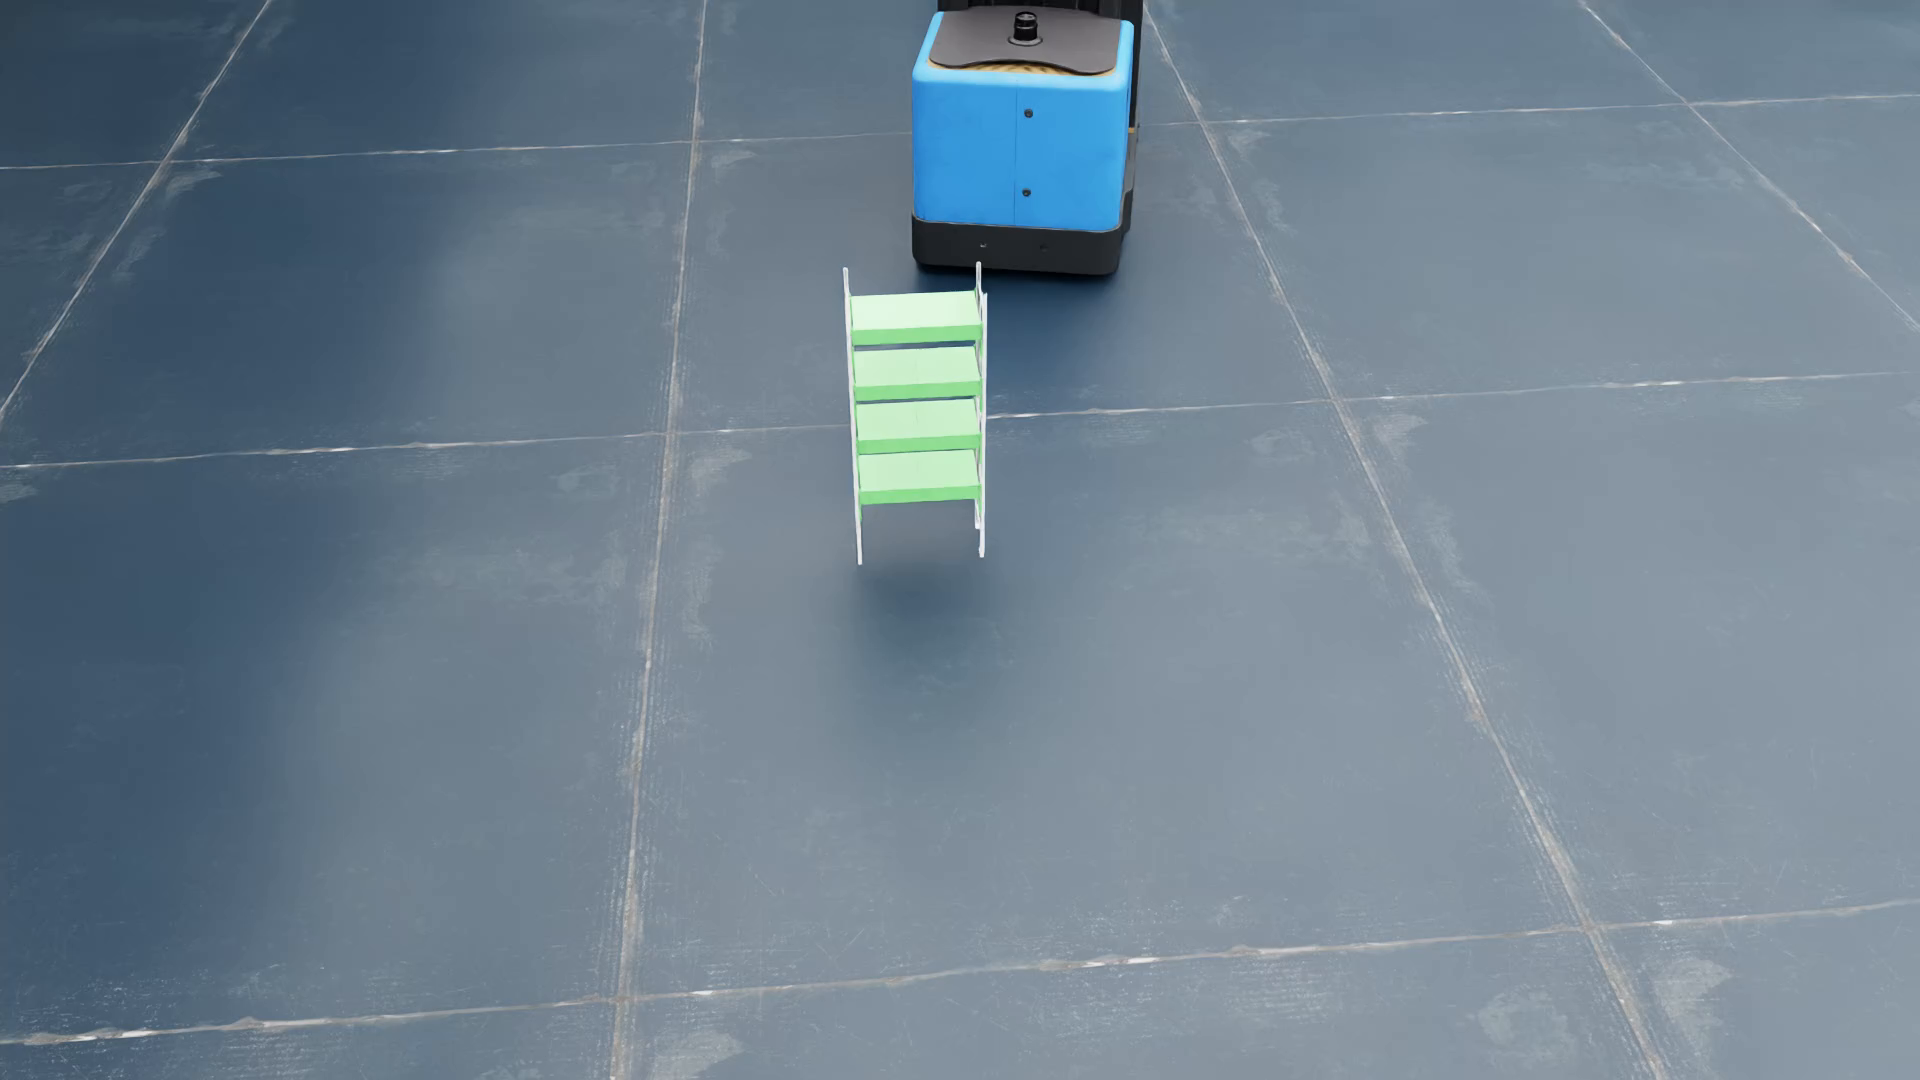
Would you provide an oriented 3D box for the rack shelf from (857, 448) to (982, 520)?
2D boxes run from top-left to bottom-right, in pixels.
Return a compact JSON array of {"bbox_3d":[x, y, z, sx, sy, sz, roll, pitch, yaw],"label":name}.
[{"bbox_3d":[-0.165,-0.223,6.555,0.480,0.148,0.258,-3,38,-4],"label":"rack shelf"}]

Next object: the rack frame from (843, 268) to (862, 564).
[{"bbox_3d":[-0.408,-0.449,6.350,0.015,1.200,0.240,-3,38,-4],"label":"rack frame"}]

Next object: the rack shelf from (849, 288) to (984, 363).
[{"bbox_3d":[-0.165,-0.789,6.109,0.480,0.148,0.258,-3,38,-4],"label":"rack shelf"}]

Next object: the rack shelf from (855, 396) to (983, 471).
[{"bbox_3d":[-0.165,-0.412,6.406,0.480,0.148,0.258,-3,38,-4],"label":"rack shelf"}]

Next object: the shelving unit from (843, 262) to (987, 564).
[{"bbox_3d":[-0.165,-0.462,6.367,0.503,1.200,0.258,-3,38,-4],"label":"shelving unit"}]

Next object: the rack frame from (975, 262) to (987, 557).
[{"bbox_3d":[0.078,-0.475,6.384,0.015,1.200,0.240,-3,38,-4],"label":"rack frame"}]

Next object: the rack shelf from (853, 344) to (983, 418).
[{"bbox_3d":[-0.165,-0.600,6.258,0.480,0.148,0.258,-3,38,-4],"label":"rack shelf"}]

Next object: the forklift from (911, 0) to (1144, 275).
[{"bbox_3d":[0.455,-3.382,8.670,1.130,2.935,3.031,4,38,6],"label":"forklift"}]
